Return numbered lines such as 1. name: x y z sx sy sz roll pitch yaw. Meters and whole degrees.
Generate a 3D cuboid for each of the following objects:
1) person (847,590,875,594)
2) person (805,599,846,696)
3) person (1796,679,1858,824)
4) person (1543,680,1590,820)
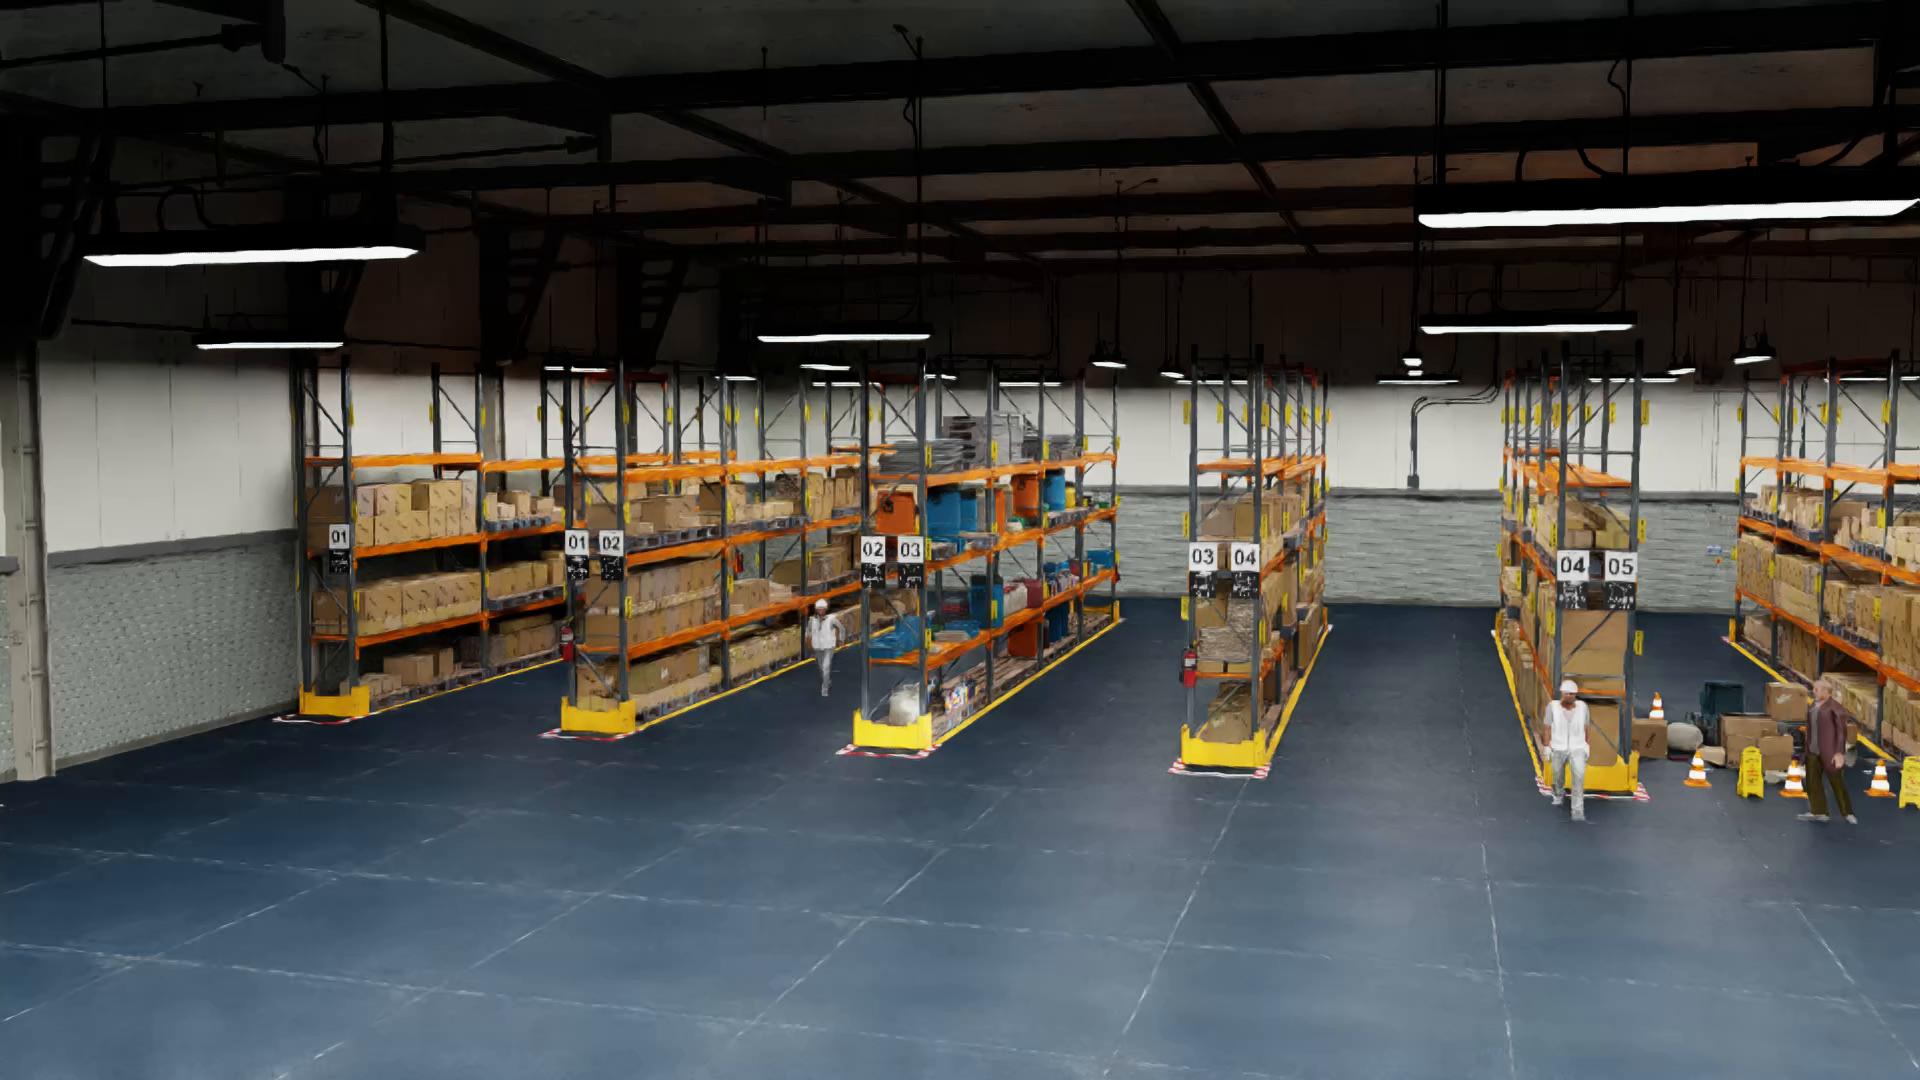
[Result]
1. person: -2.801 0.618 46.407 0.722 1.780 0.567 -3 5 -34
2. person: -2.449 1.906 29.903 0.680 1.709 0.866 2 5 21
3. person: 10.691 2.592 20.454 0.596 1.771 0.692 -1 4 -14
4. person: 7.573 2.566 20.756 0.566 1.677 1.102 1 5 18
